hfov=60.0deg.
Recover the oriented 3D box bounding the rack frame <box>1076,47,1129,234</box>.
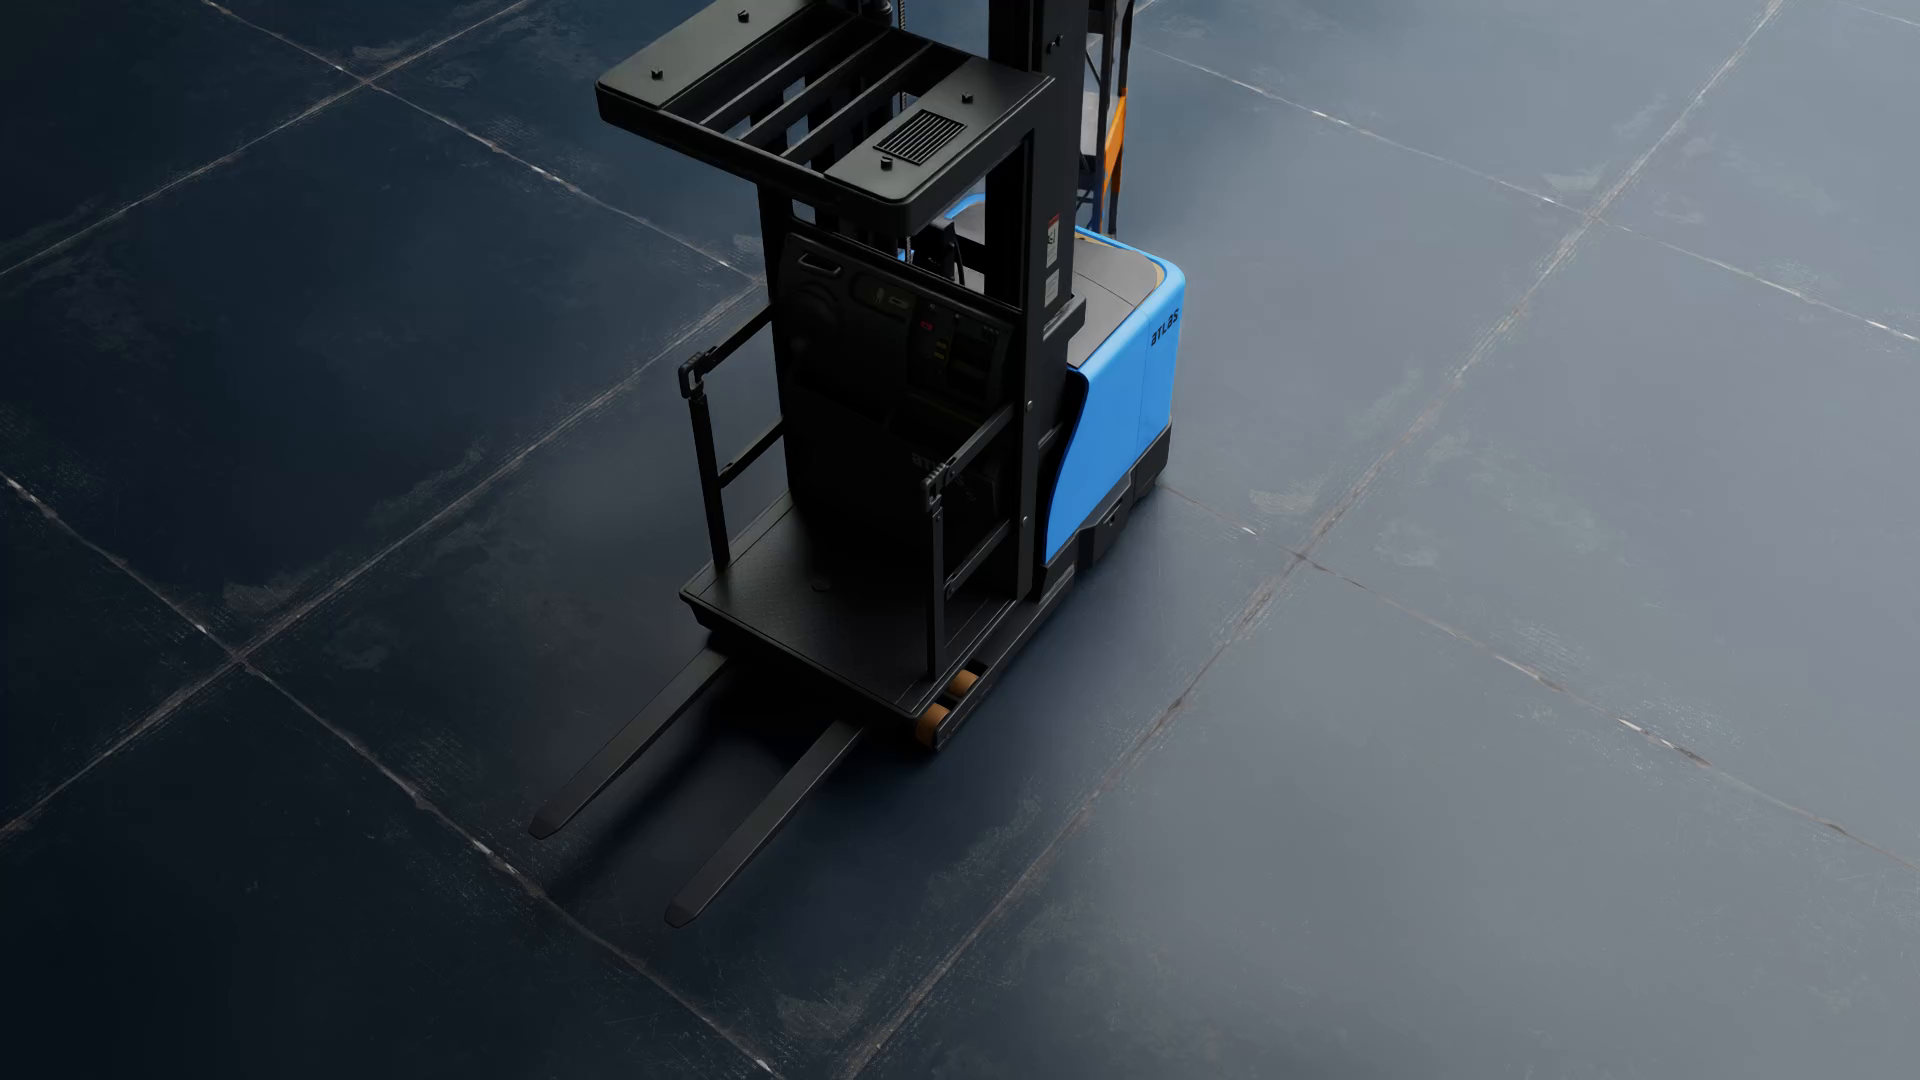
[{"bbox_3d":[0.499,-1.748,7.129,0.400,2.100,0.015,10,47,10],"label":"rack frame"}]

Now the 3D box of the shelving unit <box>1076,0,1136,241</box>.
[{"bbox_3d":[0.440,-1.577,6.966,0.431,2.100,0.503,10,47,10],"label":"shelving unit"}]

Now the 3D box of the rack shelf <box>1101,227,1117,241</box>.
[{"bbox_3d":[0.445,-1.084,7.482,0.431,0.518,0.480,10,47,10],"label":"rack shelf"}]

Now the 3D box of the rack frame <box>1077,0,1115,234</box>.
[{"bbox_3d":[0.381,-1.405,6.802,0.400,2.100,0.015,10,47,10],"label":"rack frame"}]

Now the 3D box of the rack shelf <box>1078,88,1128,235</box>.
[{"bbox_3d":[0.440,-1.567,6.975,0.431,0.518,0.480,10,47,10],"label":"rack shelf"}]

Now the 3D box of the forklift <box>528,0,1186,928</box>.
[{"bbox_3d":[-0.349,-0.639,5.498,1.130,2.935,3.031,26,52,23],"label":"forklift"}]

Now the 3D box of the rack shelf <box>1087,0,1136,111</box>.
[{"bbox_3d":[0.436,-2.050,6.469,0.431,0.518,0.480,10,47,10],"label":"rack shelf"}]
